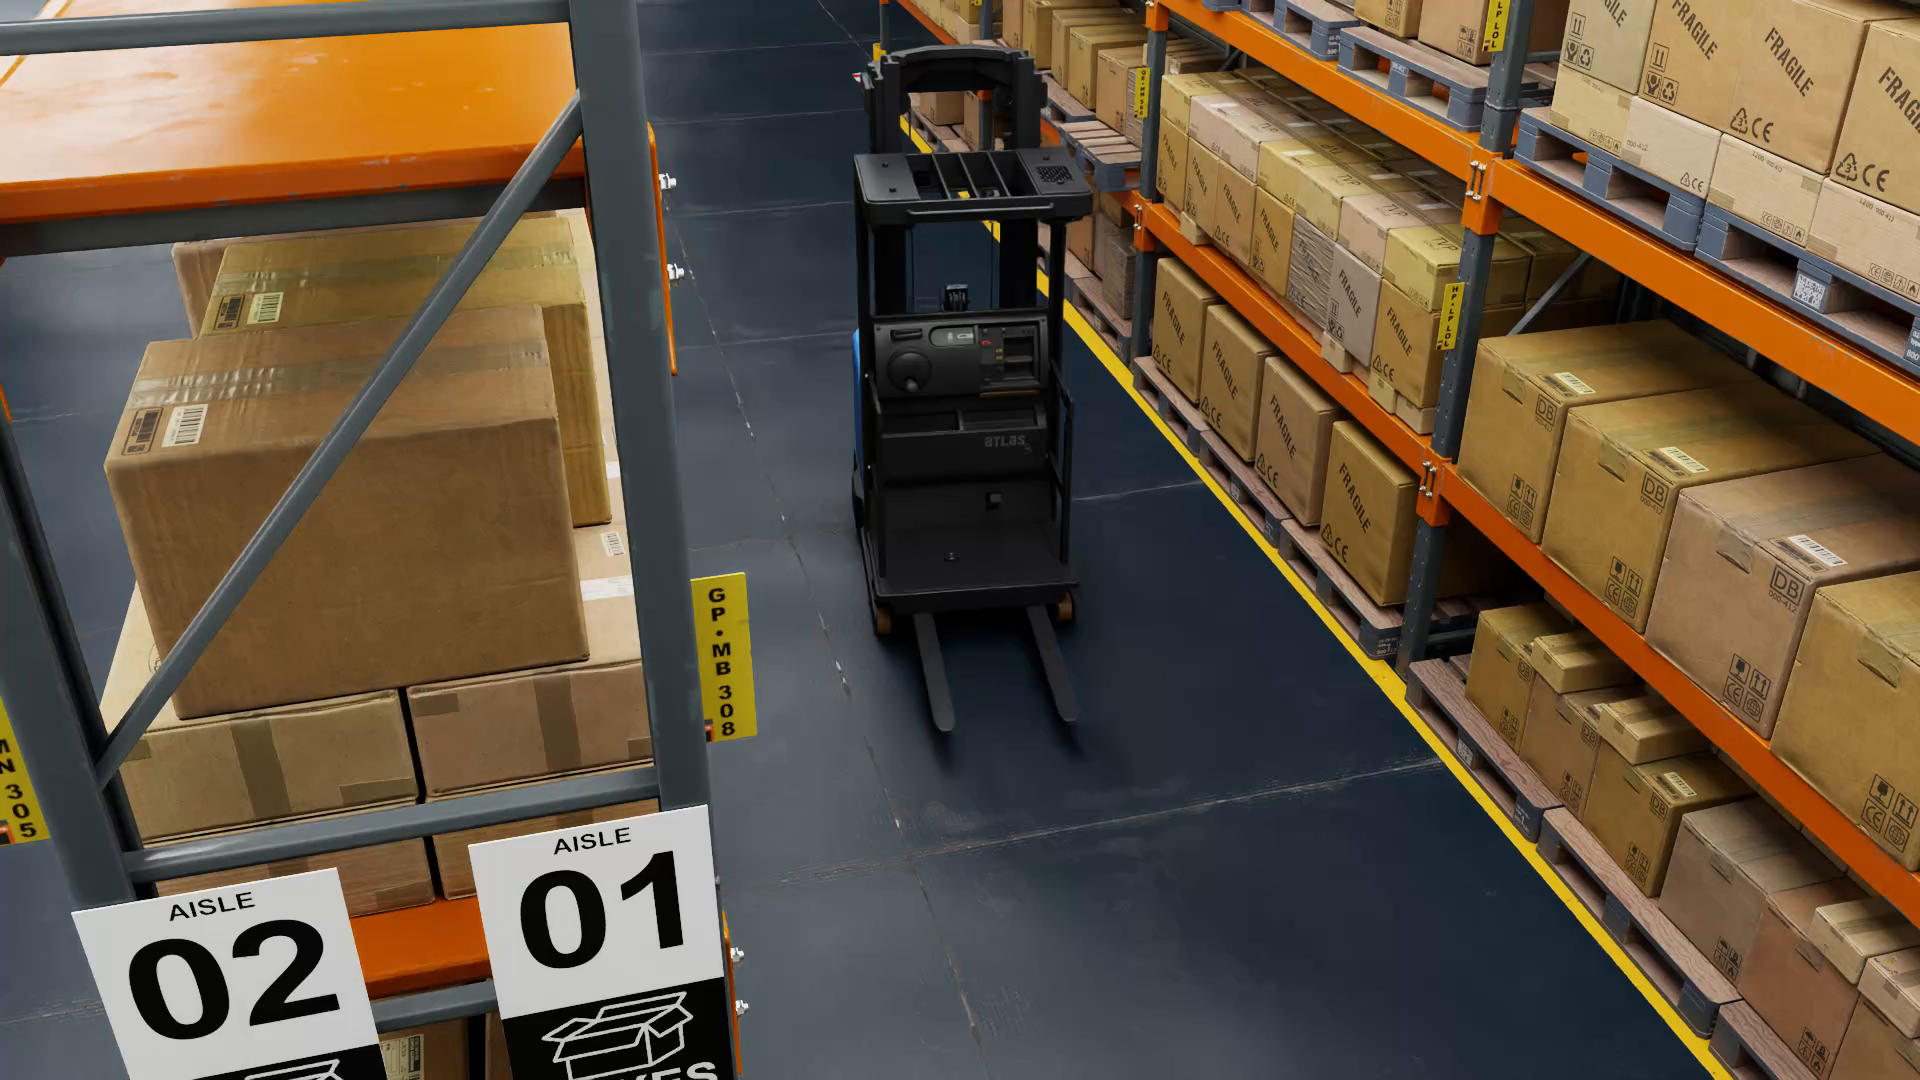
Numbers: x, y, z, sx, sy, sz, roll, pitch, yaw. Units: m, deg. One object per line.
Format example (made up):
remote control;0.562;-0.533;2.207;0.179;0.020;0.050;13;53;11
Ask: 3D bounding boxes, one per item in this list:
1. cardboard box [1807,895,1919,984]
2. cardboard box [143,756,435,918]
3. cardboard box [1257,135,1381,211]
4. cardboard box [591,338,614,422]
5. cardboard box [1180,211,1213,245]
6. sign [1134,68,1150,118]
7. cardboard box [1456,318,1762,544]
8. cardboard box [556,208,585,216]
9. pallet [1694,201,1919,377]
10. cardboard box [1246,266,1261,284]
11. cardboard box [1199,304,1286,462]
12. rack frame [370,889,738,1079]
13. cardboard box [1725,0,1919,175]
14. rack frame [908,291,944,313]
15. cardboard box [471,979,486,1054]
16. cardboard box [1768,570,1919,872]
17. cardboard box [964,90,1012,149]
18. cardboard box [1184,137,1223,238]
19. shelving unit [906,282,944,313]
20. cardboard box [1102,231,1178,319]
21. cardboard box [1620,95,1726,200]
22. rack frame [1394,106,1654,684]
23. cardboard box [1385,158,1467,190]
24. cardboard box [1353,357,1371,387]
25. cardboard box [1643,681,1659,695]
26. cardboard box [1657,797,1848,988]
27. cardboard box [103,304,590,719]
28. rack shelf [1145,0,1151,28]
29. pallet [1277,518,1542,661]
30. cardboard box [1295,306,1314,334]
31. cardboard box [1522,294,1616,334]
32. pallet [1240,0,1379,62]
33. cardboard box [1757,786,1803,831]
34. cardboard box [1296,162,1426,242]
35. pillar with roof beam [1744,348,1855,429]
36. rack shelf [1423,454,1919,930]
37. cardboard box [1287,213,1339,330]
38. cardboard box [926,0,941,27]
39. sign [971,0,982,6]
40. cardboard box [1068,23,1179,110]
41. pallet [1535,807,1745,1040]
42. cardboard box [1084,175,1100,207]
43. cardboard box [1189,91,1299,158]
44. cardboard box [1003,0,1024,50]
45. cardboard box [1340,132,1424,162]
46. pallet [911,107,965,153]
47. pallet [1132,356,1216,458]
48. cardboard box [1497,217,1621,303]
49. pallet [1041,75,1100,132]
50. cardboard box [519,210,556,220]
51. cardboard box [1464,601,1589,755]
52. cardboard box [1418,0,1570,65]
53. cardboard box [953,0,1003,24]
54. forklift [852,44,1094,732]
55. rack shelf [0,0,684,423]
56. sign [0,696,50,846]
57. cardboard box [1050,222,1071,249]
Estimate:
cardboard box;3.294;1.422;5.958;0.380;0.149;0.250;-7;31;-12
cardboard box;-1.311;0.503;3.273;0.500;0.250;0.500;-8;31;-13
cardboard box;2.024;-2.081;9.416;0.500;0.250;0.500;-8;31;-14
cardboard box;-1.071;-0.266;4.103;0.500;0.250;0.500;-8;31;-13
cardboard box;1.642;-2.023;10.712;0.380;0.149;0.250;-7;31;-12
sign;1.210;-2.965;11.033;0.100;0.325;0.005;-8;31;-13
cardboard box;2.921;-0.509;7.566;0.980;0.700;0.700;-7;31;-13
cardboard box;-1.462;-0.992;5.356;0.500;0.250;0.500;-8;31;-13
pallet;3.320;-0.918;5.667;1.003;0.211;1.213;-8;31;-13
cardboard box;1.963;-1.667;10.098;0.380;0.149;0.250;-7;31;-13
cardboard box;2.026;-1.030;10.493;0.750;0.750;0.750;-8;31;-14
rack frame;-0.921;1.949;3.619;1.000;3.000;0.127;-8;31;-13
cardboard box;2.990;-1.559;5.568;0.500;0.500;0.500;-8;31;-13
rack frame;-0.191;-0.979;10.448;0.240;1.200;0.006;-6;26;-10
cardboard box;-1.439;1.051;4.073;0.500;0.500;0.500;-7;31;-12
cardboard box;3.505;0.564;5.713;0.980;0.700;0.700;-8;31;-14
cardboard box;0.355;-4.111;16.146;0.500;0.500;0.500;-10;32;-17
cardboard box;1.743;-2.233;10.428;0.500;0.500;0.500;-7;31;-12
shelving unit;-0.209;-1.017;10.529;0.258;1.200;0.189;-6;26;-10
cardboard box;1.489;-2.024;12.540;0.700;0.500;0.500;-7;31;-13
cardboard box;2.843;-1.485;6.188;0.500;0.250;0.500;-9;31;-14
rack frame;2.793;-0.643;8.098;1.000;3.000;0.127;-8;31;-13
cardboard box;2.638;-1.898;9.101;0.500;0.250;0.500;-9;31;-15
cardboard box;2.315;-0.918;8.804;0.380;0.149;0.250;-7;31;-12
cardboard box;3.257;0.636;7.316;0.380;0.149;0.250;-9;31;-15
cardboard box;3.305;1.380;6.679;0.700;0.500;0.500;-9;31;-15
cardboard box;-1.073;-0.071;3.017;0.700;0.500;0.500;-8;31;-13
rack shelf;1.200;-4.528;12.533;1.077;0.370;4.000;-8;31;-13
pallet;2.515;0.201;9.423;1.003;0.211;1.213;-8;31;-13
cardboard box;2.135;-1.288;9.443;0.380;0.149;0.250;-9;31;-15
cardboard box;2.913;-1.079;8.435;0.500;0.500;0.500;-9;31;-15
pallet;2.253;-2.948;9.274;1.003;0.211;1.213;-6;31;-11
cardboard box;3.460;1.005;6.679;0.380;0.149;0.250;-8;31;-13
cardboard box;2.160;-1.835;8.991;0.500;0.250;0.500;-7;31;-12
pillar with roof beam;-0.338;-2.444;5.221;9.100;9.000;0.400;-8;31;-13
rack shelf;3.323;0.634;6.609;1.077;0.370;4.000;-8;31;-13
cardboard box;2.157;-1.502;9.165;0.500;0.500;0.500;-8;31;-13
cardboard box;-0.021;-5.122;15.965;0.500;0.250;0.500;-8;31;-14
sign;0.148;-4.806;14.425;0.100;0.325;0.005;-8;31;-13
cardboard box;1.244;-3.633;12.725;0.700;0.500;0.500;-8;31;-13
pallet;3.246;1.532;7.124;1.003;0.211;1.213;-8;31;-13
cardboard box;1.257;-2.880;13.271;0.500;0.250;0.500;-8;31;-14
cardboard box;1.746;-2.567;10.257;0.500;0.250;0.500;-8;31;-14
cardboard box;0.771;-4.490;14.206;0.700;0.500;0.500;-8;31;-13
cardboard box;2.504;-2.151;9.538;0.500;0.250;0.500;-9;31;-14
pallet;0.129;-4.210;17.044;1.003;0.211;1.213;-8;31;-13
pallet;1.867;-0.977;11.459;1.003;0.211;1.213;-8;31;-13
cardboard box;2.922;-1.405;8.249;0.500;0.250;0.500;-7;31;-12
pallet;1.166;-3.443;13.126;1.003;0.211;1.213;-8;31;-13
cardboard box;-1.403;-0.805;4.285;0.700;0.500;0.500;-8;31;-13
cardboard box;2.892;0.632;7.971;0.700;0.500;0.500;-7;31;-13
cardboard box;2.665;-2.615;7.971;0.700;0.500;0.500;-10;31;-16
cardboard box;0.246;-4.962;14.942;0.500;0.500;0.500;-8;31;-13
forklift;0.040;-0.934;8.670;1.130;2.935;3.031;-4;30;-7
rack shelf;-1.452;-1.300;3.966;1.077;0.370;4.000;-8;31;-13
sign;-1.461;0.332;2.535;0.100;0.325;0.005;-8;31;-13
cardboard box;1.163;-2.768;13.824;0.700;0.500;0.500;-8;31;-13
